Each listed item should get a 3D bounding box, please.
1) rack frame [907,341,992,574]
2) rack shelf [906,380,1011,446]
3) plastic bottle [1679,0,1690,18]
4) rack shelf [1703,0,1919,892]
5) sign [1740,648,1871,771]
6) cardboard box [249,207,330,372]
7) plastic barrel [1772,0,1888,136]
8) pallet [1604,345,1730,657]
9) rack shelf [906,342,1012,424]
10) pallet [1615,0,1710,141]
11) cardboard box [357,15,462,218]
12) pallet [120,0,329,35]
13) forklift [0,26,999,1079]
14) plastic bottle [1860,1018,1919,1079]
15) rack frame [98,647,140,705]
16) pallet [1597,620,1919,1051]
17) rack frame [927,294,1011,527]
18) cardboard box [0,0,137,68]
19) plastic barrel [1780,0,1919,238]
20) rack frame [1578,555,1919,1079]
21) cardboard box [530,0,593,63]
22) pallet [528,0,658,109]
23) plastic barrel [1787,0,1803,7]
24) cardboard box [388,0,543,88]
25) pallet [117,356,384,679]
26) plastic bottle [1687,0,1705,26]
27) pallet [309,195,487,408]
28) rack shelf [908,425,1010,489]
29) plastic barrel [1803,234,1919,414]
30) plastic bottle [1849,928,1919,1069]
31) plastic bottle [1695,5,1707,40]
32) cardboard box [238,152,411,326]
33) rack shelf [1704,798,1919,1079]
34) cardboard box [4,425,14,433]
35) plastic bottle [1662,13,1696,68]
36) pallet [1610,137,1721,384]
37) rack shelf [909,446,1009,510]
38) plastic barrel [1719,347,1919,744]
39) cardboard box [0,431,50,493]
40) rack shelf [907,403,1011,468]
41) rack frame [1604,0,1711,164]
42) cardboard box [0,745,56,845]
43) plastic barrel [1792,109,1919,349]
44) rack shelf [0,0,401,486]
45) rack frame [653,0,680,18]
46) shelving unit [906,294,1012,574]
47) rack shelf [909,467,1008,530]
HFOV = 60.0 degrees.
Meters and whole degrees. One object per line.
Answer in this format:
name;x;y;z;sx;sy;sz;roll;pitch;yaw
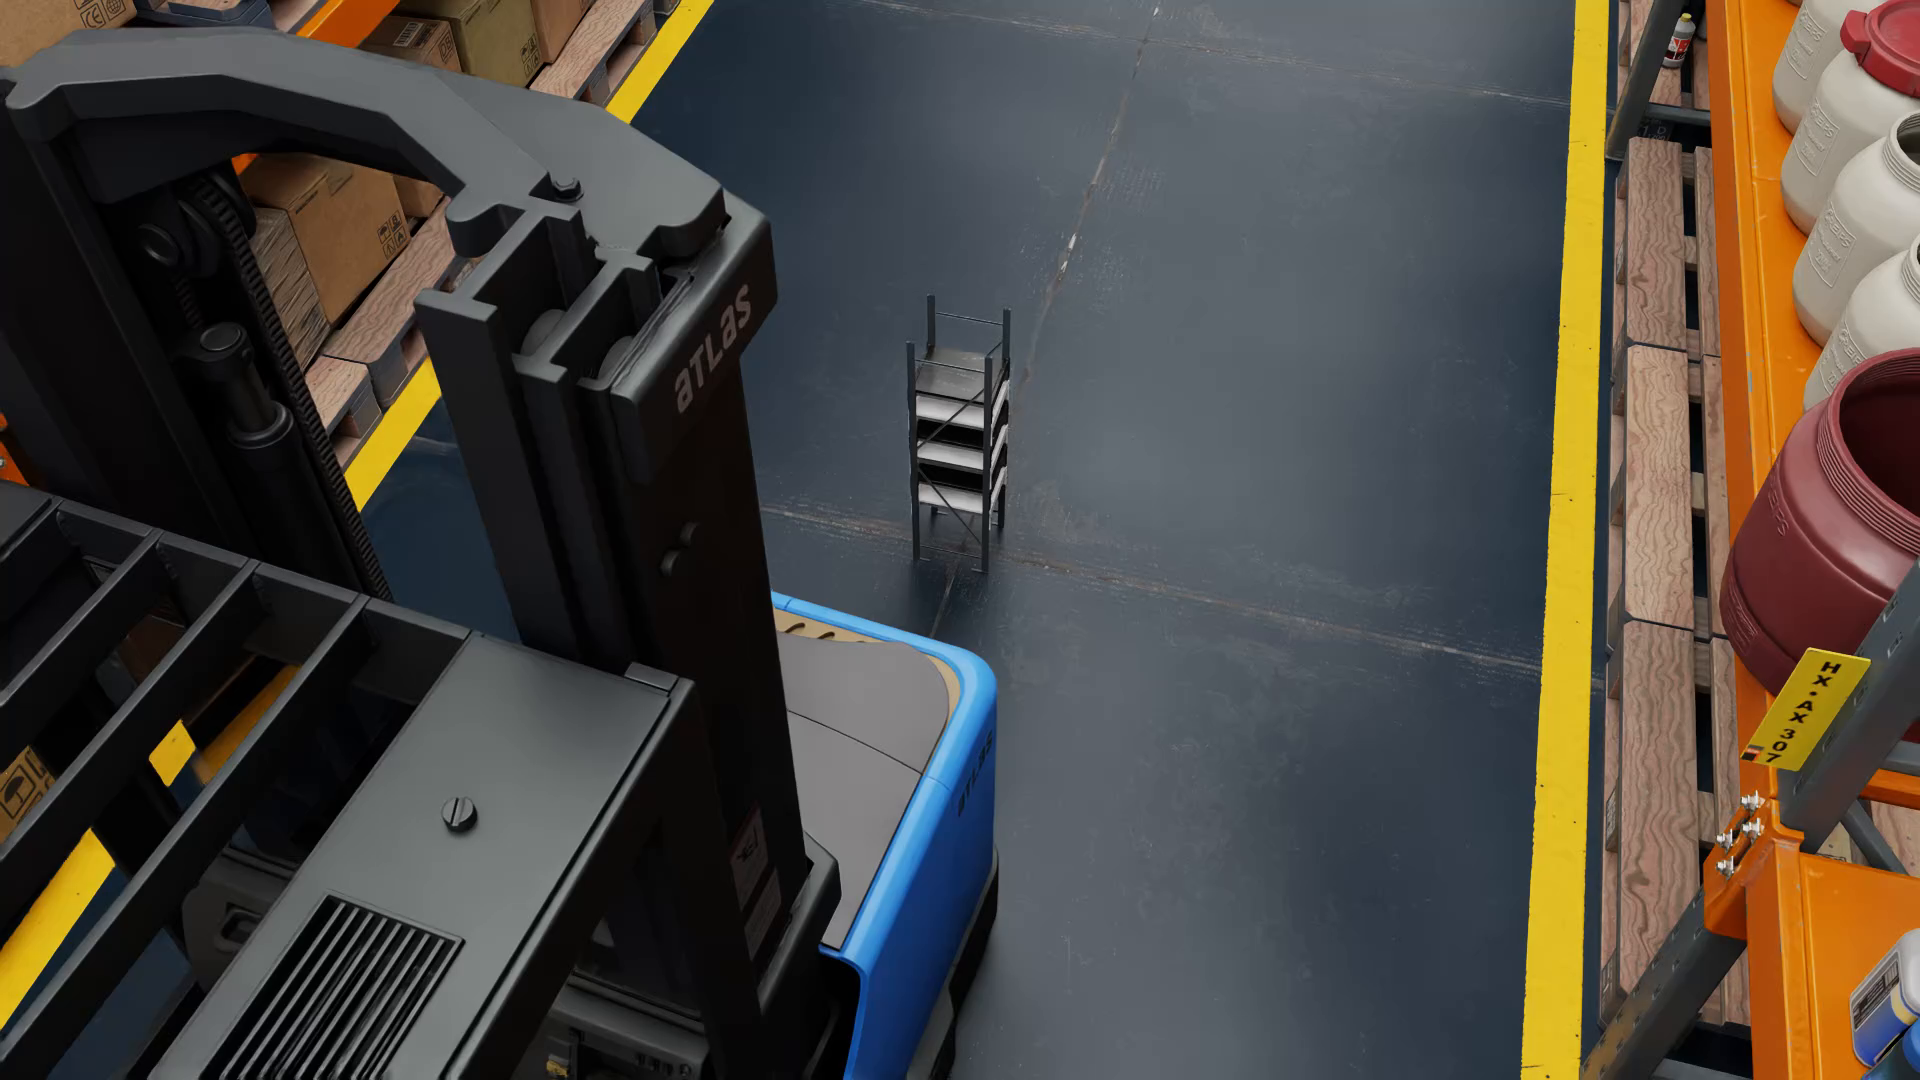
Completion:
rack frame;-0.029;-0.218;4.843;0.240;0.900;0.006;12;50;10
rack shelf;-0.002;-0.389;4.797;0.258;0.077;0.200;12;50;10
plastic bottle;2.853;-2.098;6.619;0.061;0.283;0.133;14;50;12
rack shelf;2.518;-0.754;4.394;1.077;0.370;4.000;12;50;10
sign;1.459;0.297;2.878;0.100;0.325;0.005;12;50;10
cardboard box;-2.496;-0.733;5.270;0.700;0.500;0.500;8;49;7
plastic barrel;2.388;-1.304;4.309;0.433;0.535;0.433;0;49;0
pallet;2.556;-0.055;5.157;1.003;0.211;1.213;12;50;10
rack shelf;-0.002;-0.449;4.730;0.258;0.077;0.200;12;50;10
pallet;3.261;-1.993;6.868;1.003;0.211;1.213;12;50;10
cardboard box;-2.207;-1.548;5.990;0.700;0.500;0.500;8;49;7
pallet;-2.305;-1.899;5.053;1.003;0.211;1.213;12;50;10
forklift;-0.900;0.903;2.498;1.130;2.935;3.031;16;50;14
plastic bottle;1.509;0.825;2.607;0.097;0.271;0.097;0;49;0
rack frame;-2.787;-0.522;3.710;1.000;3.000;0.127;12;50;10
pallet;2.233;0.825;4.381;1.003;0.211;1.213;12;50;10
rack frame;0.025;-0.365;4.972;0.240;0.900;0.006;12;50;10
cardboard box;-2.633;-1.516;4.241;0.700;0.500;0.500;18;51;16
plastic barrel;2.274;-0.991;4.033;0.433;0.535;0.433;0;49;0
rack frame;1.991;0.455;2.848;1.000;3.000;0.127;12;50;10
cardboard box;-1.917;-2.294;6.648;0.700;0.500;0.500;8;49;7
pallet;-1.938;-1.930;6.812;1.003;0.211;1.213;12;50;10
plastic barrel;2.581;-1.835;4.778;0.433;0.535;0.433;0;49;0
cardboard box;-2.060;-1.953;6.347;0.700;0.500;0.500;11;50;10
pallet;-2.580;-0.165;5.255;1.003;0.211;1.213;12;50;10
plastic bottle;2.936;-2.230;6.691;0.144;0.351;0.185;10;49;9
pallet;-2.257;-1.044;6.031;1.003;0.211;1.213;12;50;10
rack shelf;-0.002;-0.270;4.932;0.258;0.077;0.200;12;50;10
plastic barrel;2.056;-0.368;3.500;0.421;0.512;0.421;0;49;0
plastic bottle;1.566;0.745;2.674;0.152;0.276;0.135;12;50;10
plastic bottle;3.075;-2.202;6.666;0.144;0.351;0.185;12;50;10
cardboard box;-2.354;-1.145;5.633;0.700;0.500;0.500;15;50;13
rack shelf;1.465;2.140;1.841;1.077;0.370;4.000;12;50;10
cardboard box;-2.640;-0.580;4.634;0.500;0.250;0.500;13;50;12
plastic bottle;2.839;-1.982;6.571;0.097;0.201;0.097;0;49;0
pallet;2.875;-0.940;5.939;1.003;0.211;1.213;12;50;10
rack shelf;-0.002;-0.210;5.000;0.258;0.077;0.200;12;50;10
plastic barrel;1.821;0.015;3.146;0.600;0.536;0.708;12;50;10
cardboard box;-2.630;-0.329;4.914;0.700;0.500;0.500;9;49;8
rack shelf;-0.002;-0.329;4.865;0.258;0.077;0.200;12;50;10
rack frame;3.044;-2.438;5.401;1.000;3.000;0.127;12;50;10
cardboard box;-2.989;0.537;3.913;1.225;0.875;0.875;9;49;8
plastic barrel;2.167;-0.673;3.769;0.421;0.512;0.421;0;49;0
rack shelf;-2.261;-1.731;5.257;1.077;0.370;4.000;12;50;10
rack frame;-1.734;-3.416;6.264;1.000;3.000;0.127;12;50;10
shelving unit;-0.002;-0.292;4.907;0.258;0.900;0.210;12;50;10
rack shelf;-0.002;-0.151;5.067;0.258;0.077;0.200;12;50;10
